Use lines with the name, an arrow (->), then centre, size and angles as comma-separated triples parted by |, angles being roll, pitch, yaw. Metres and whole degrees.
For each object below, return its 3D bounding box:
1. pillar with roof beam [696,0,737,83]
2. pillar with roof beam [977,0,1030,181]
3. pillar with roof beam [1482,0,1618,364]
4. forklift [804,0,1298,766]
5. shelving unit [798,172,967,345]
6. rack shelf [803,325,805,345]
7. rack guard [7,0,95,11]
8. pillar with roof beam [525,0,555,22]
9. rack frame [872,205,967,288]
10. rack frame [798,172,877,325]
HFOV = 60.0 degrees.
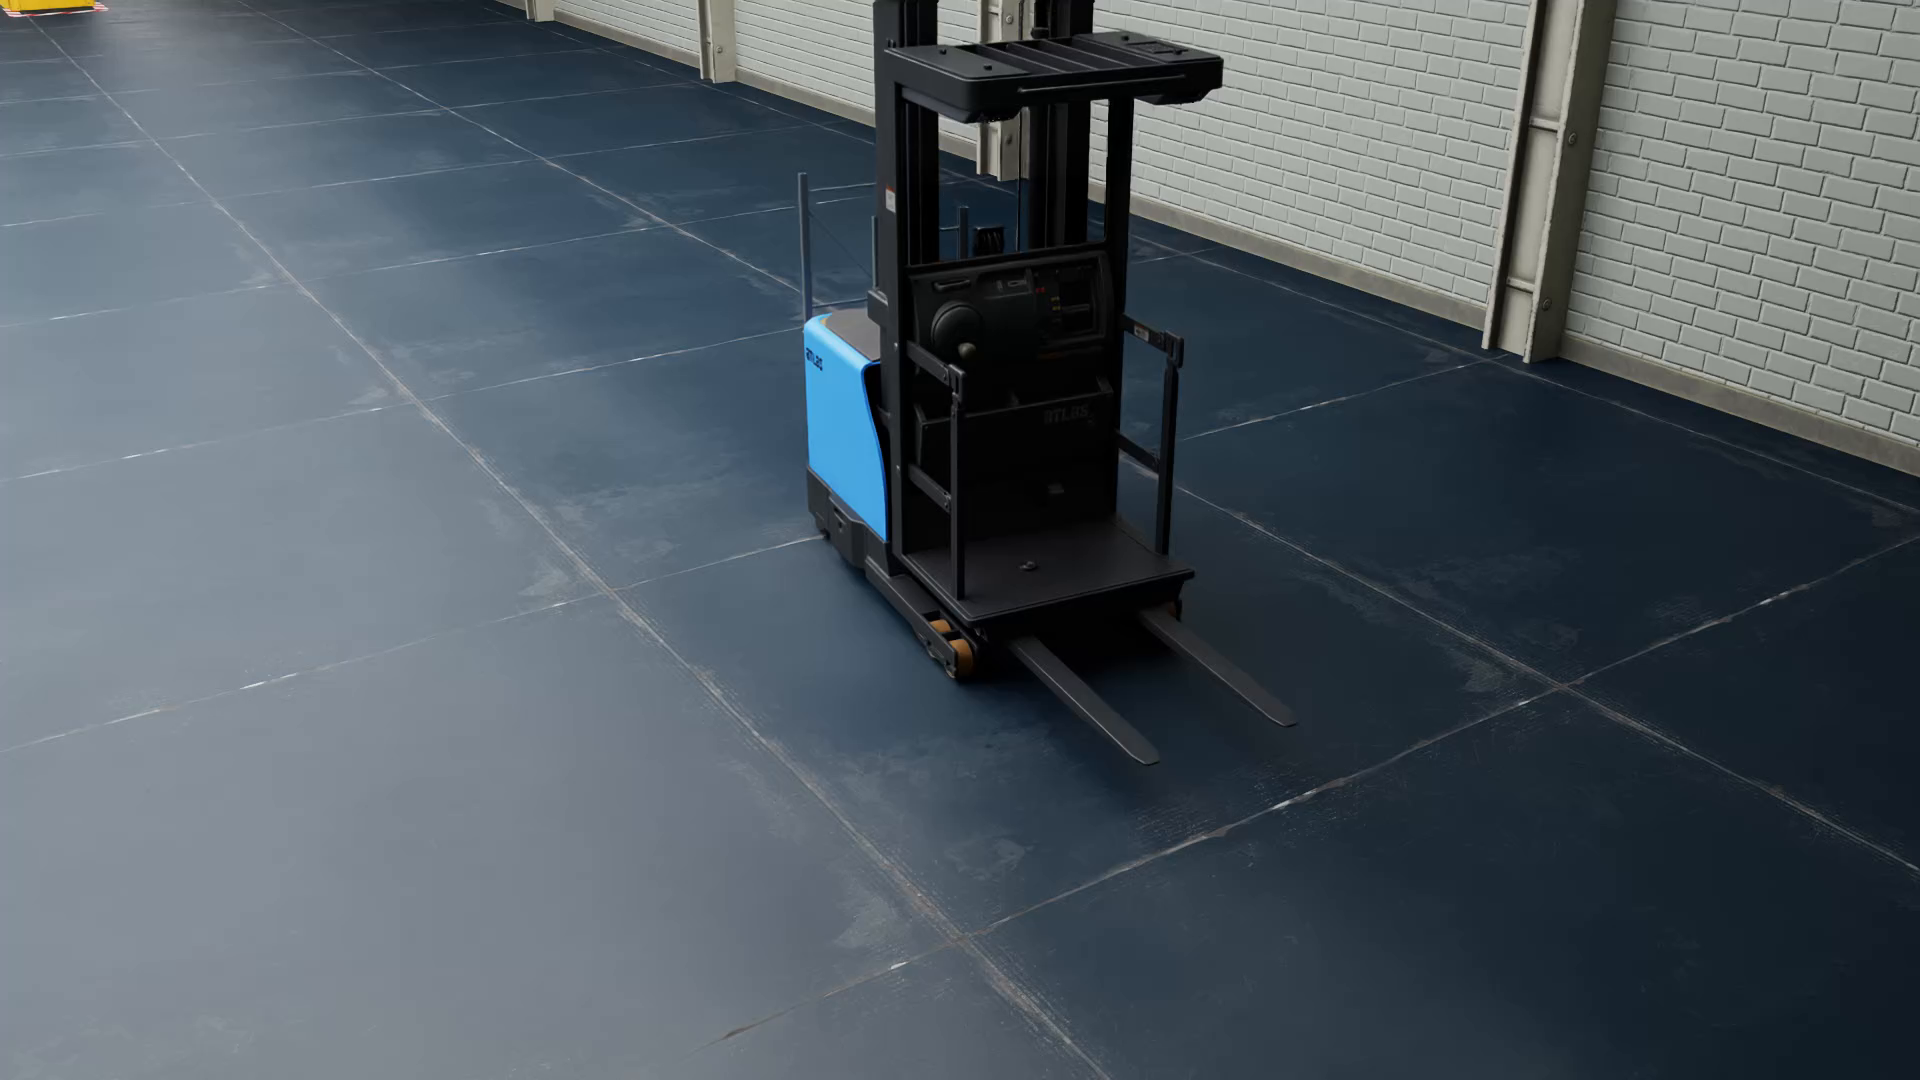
pillar with roof beam -> -6.494, -8.593, 15.911 | 9.100, 9.000, 0.400 | -16, 29, -30
pillar with roof beam -> -3.219, -6.447, 11.365 | 9.100, 9.000, 0.400 | -16, 29, -30
pillar with roof beam -> 0.056, -4.301, 6.819 | 9.100, 9.000, 0.400 | -16, 29, -30
forklift -> 0.322, -0.955, 6.840 | 1.130, 2.935, 3.031 | -12, 28, -23
shelving unit -> -0.417, -1.129, 8.885 | 0.538, 1.500, 1.048 | -12, 28, -23
rack shelf -> -0.417, -0.966, 8.962 | 0.538, 0.185, 1.000 | -12, 28, -23
rack guard -> -14.012, -8.455, 25.575 | 1.175, 0.500, 0.348 | -16, 29, -30
pillar with roof beam -> -9.770, -10.739, 20.457 | 9.100, 9.000, 0.400 | -16, 29, -30
rack frame -> -0.197, -0.933, 8.470 | 0.500, 1.500, 0.032 | -12, 28, -23
rack frame -> -0.636, -1.325, 9.300 | 0.500, 1.500, 0.032 | -12, 28, -23
